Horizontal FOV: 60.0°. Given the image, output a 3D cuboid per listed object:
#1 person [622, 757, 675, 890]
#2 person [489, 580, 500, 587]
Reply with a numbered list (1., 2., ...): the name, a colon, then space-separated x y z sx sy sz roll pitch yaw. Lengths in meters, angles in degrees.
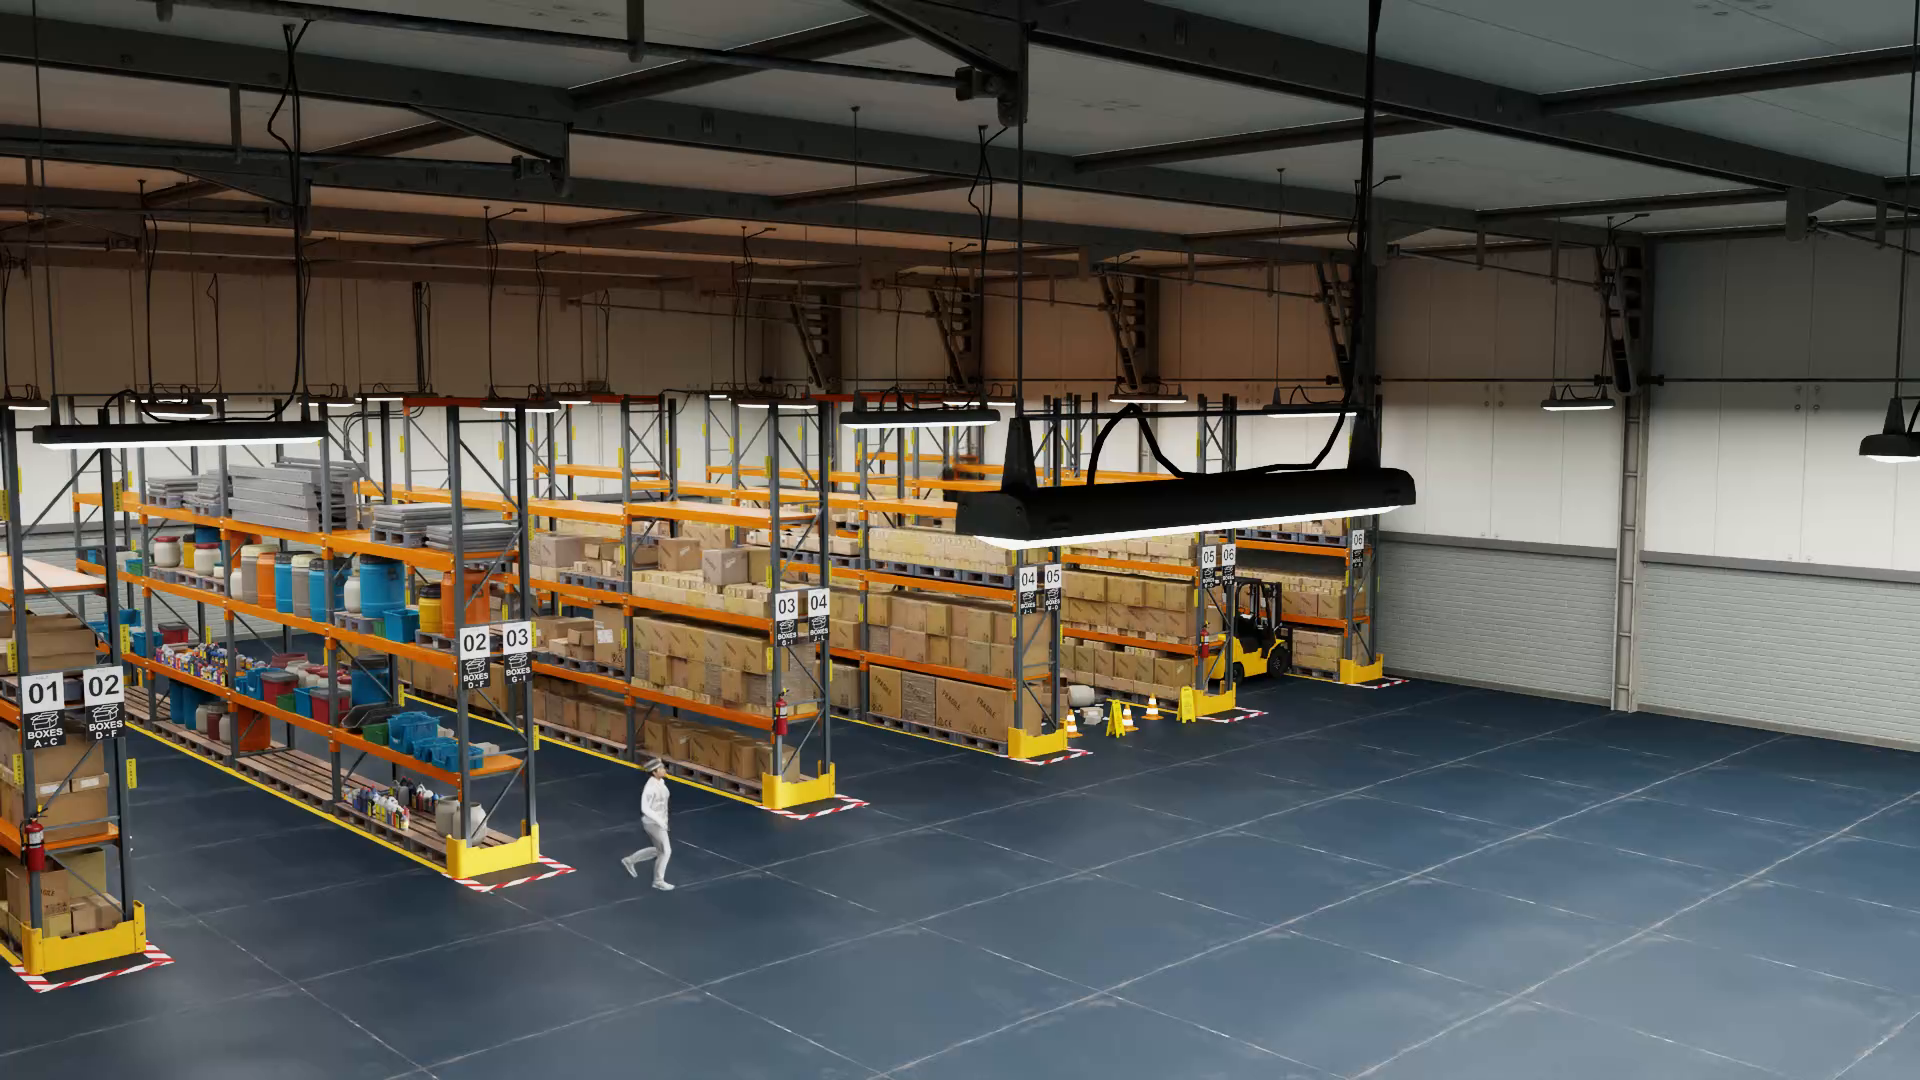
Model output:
1. person: -3.888 3.518 20.653 0.656 1.698 0.624 0 6 -1
2. person: -10.992 1.738 39.072 0.621 1.714 0.787 0 6 3
